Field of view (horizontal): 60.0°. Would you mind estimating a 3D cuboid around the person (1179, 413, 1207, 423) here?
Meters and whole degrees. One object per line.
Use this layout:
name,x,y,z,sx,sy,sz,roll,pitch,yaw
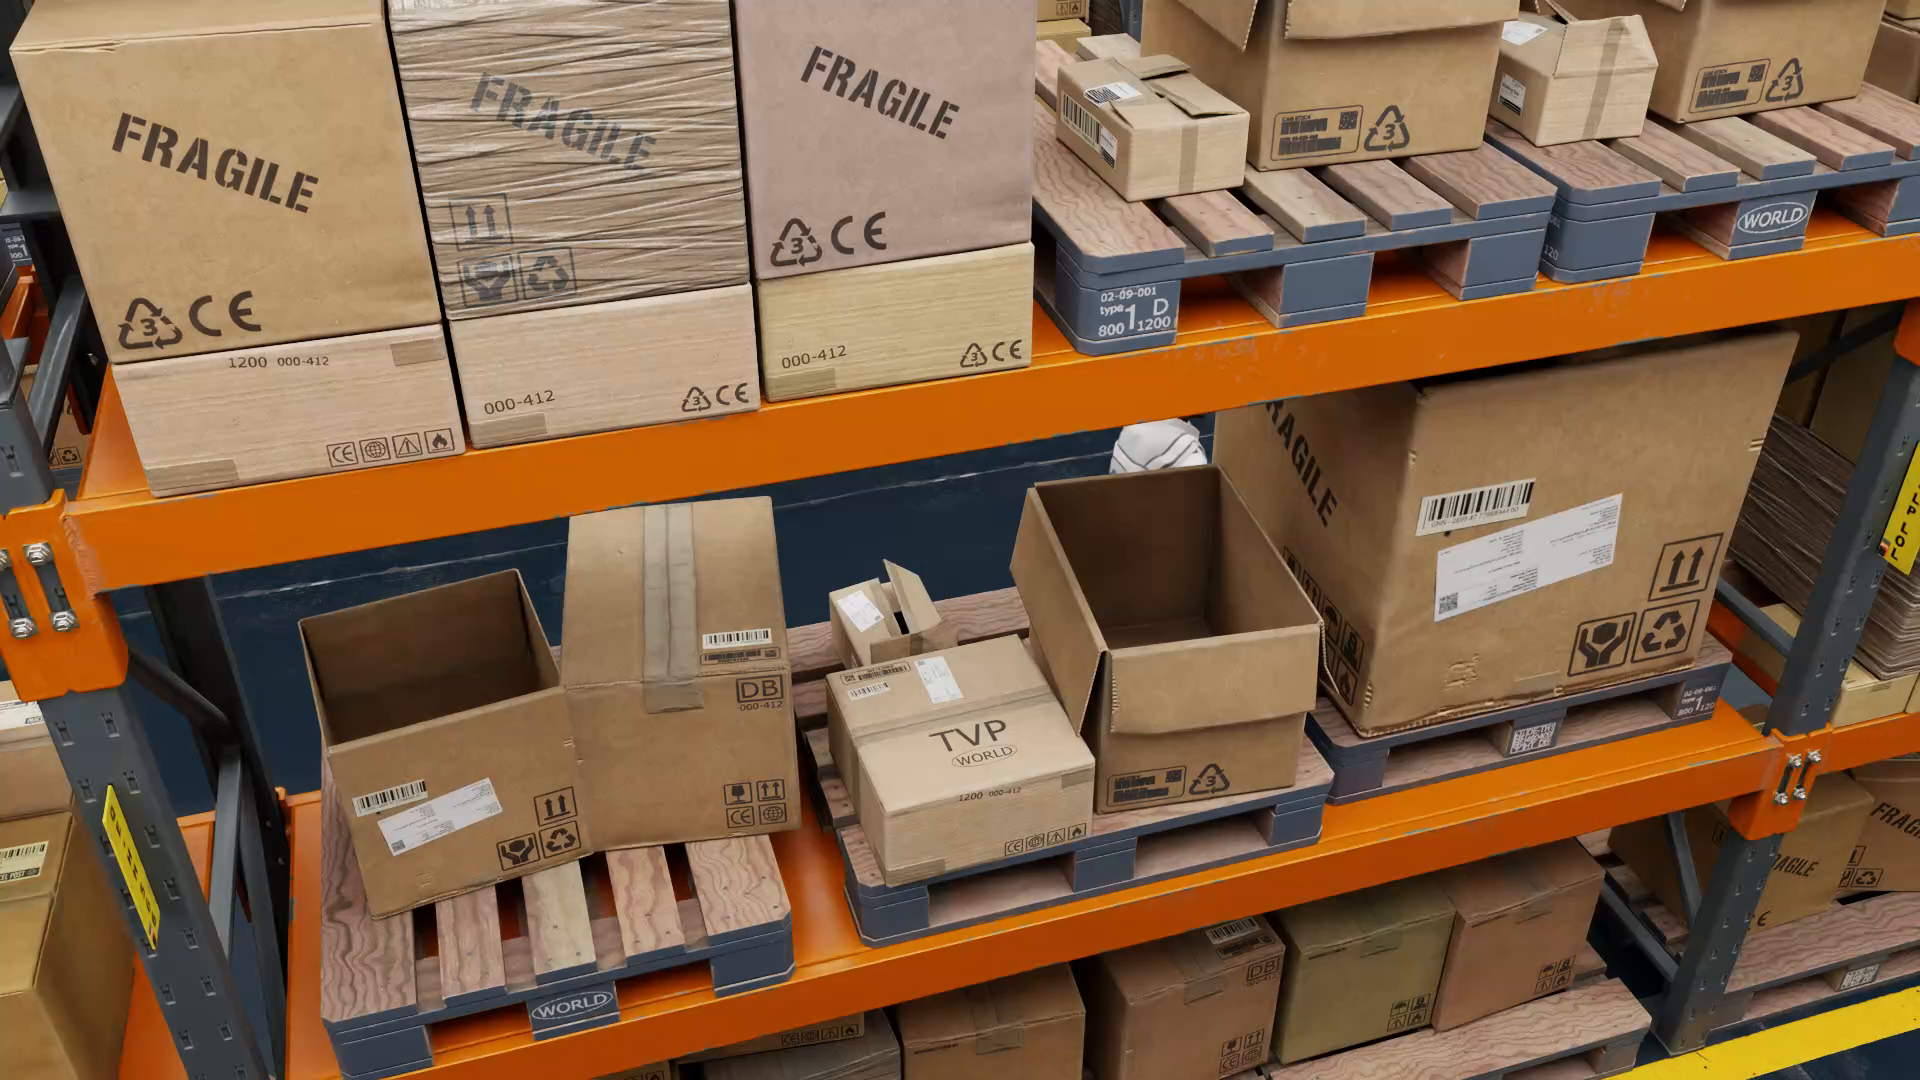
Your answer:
person,0.763,0.082,6.025,0.319,1.655,0.515,-12,36,-17
